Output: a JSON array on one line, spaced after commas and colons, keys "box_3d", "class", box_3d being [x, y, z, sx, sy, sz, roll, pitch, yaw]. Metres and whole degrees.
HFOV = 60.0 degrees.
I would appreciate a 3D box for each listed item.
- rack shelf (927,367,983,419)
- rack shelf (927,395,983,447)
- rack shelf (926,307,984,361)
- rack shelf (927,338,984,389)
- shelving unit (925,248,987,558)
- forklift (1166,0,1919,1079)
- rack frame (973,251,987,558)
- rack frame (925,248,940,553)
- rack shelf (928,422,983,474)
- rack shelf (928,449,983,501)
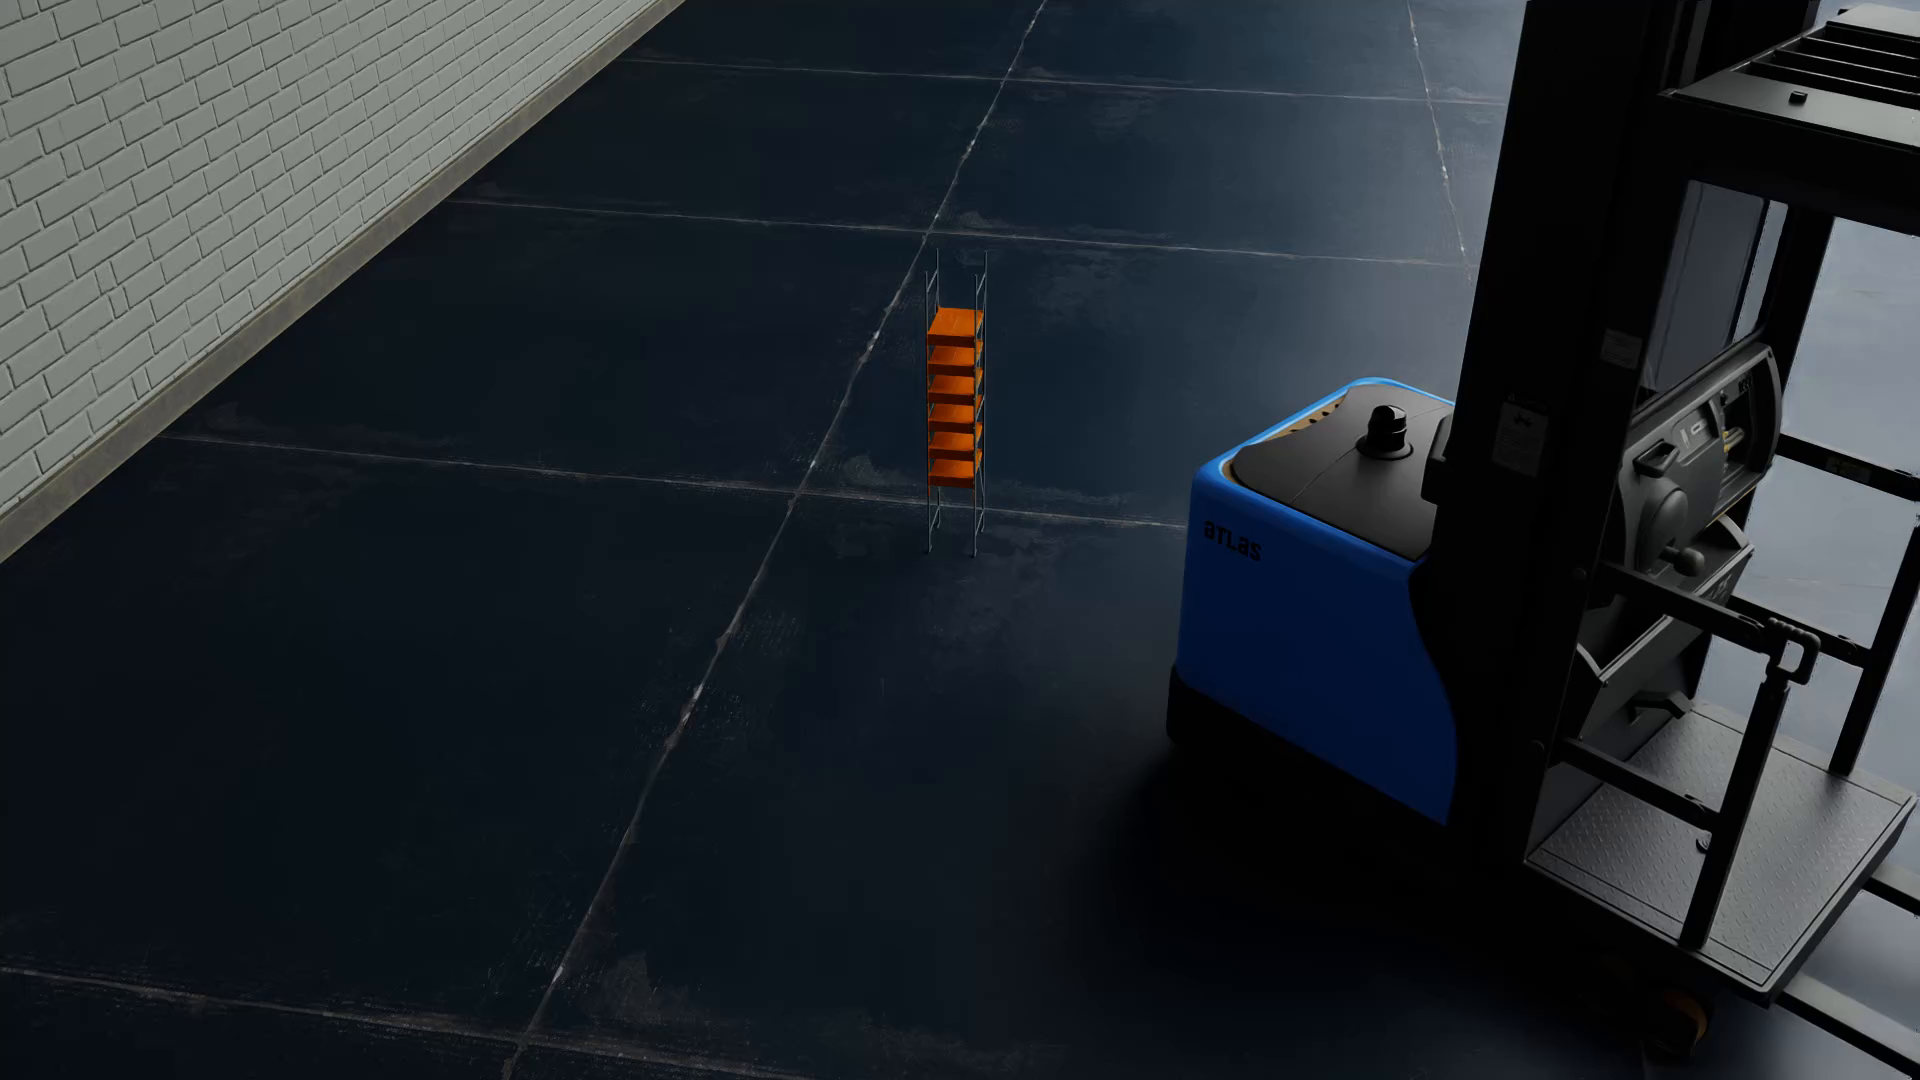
[{"box_3d": [-0.014, -0.574, 6.367, 0.180, 0.103, 0.258, 5, 32, 8], "class": "rack shelf"}, {"box_3d": [-0.014, -0.472, 6.430, 0.180, 0.103, 0.258, 5, 32, 8], "class": "rack shelf"}, {"box_3d": [-0.014, -0.777, 6.239, 0.180, 0.103, 0.258, 5, 32, 8], "class": "rack shelf"}, {"box_3d": [-0.014, -0.676, 6.303, 0.180, 0.103, 0.258, 5, 32, 8], "class": "rack shelf"}, {"box_3d": [-0.014, -0.510, 6.407, 0.189, 1.200, 0.258, 5, 32, 8], "class": "shelving unit"}, {"box_3d": [2.085, -0.169, 4.230, 1.130, 2.935, 3.031, -28, 41, -37], "class": "forklift"}, {"box_3d": [0.076, -0.502, 6.394, 0.006, 1.200, 0.240, 5, 32, 8], "class": "rack frame"}, {"box_3d": [-0.104, -0.518, 6.420, 0.006, 1.200, 0.240, 5, 32, 8], "class": "rack frame"}, {"box_3d": [-0.014, -0.370, 6.494, 0.180, 0.103, 0.258, 5, 32, 8], "class": "rack shelf"}, {"box_3d": [-0.014, -0.269, 6.558, 0.180, 0.103, 0.258, 5, 32, 8], "class": "rack shelf"}]
